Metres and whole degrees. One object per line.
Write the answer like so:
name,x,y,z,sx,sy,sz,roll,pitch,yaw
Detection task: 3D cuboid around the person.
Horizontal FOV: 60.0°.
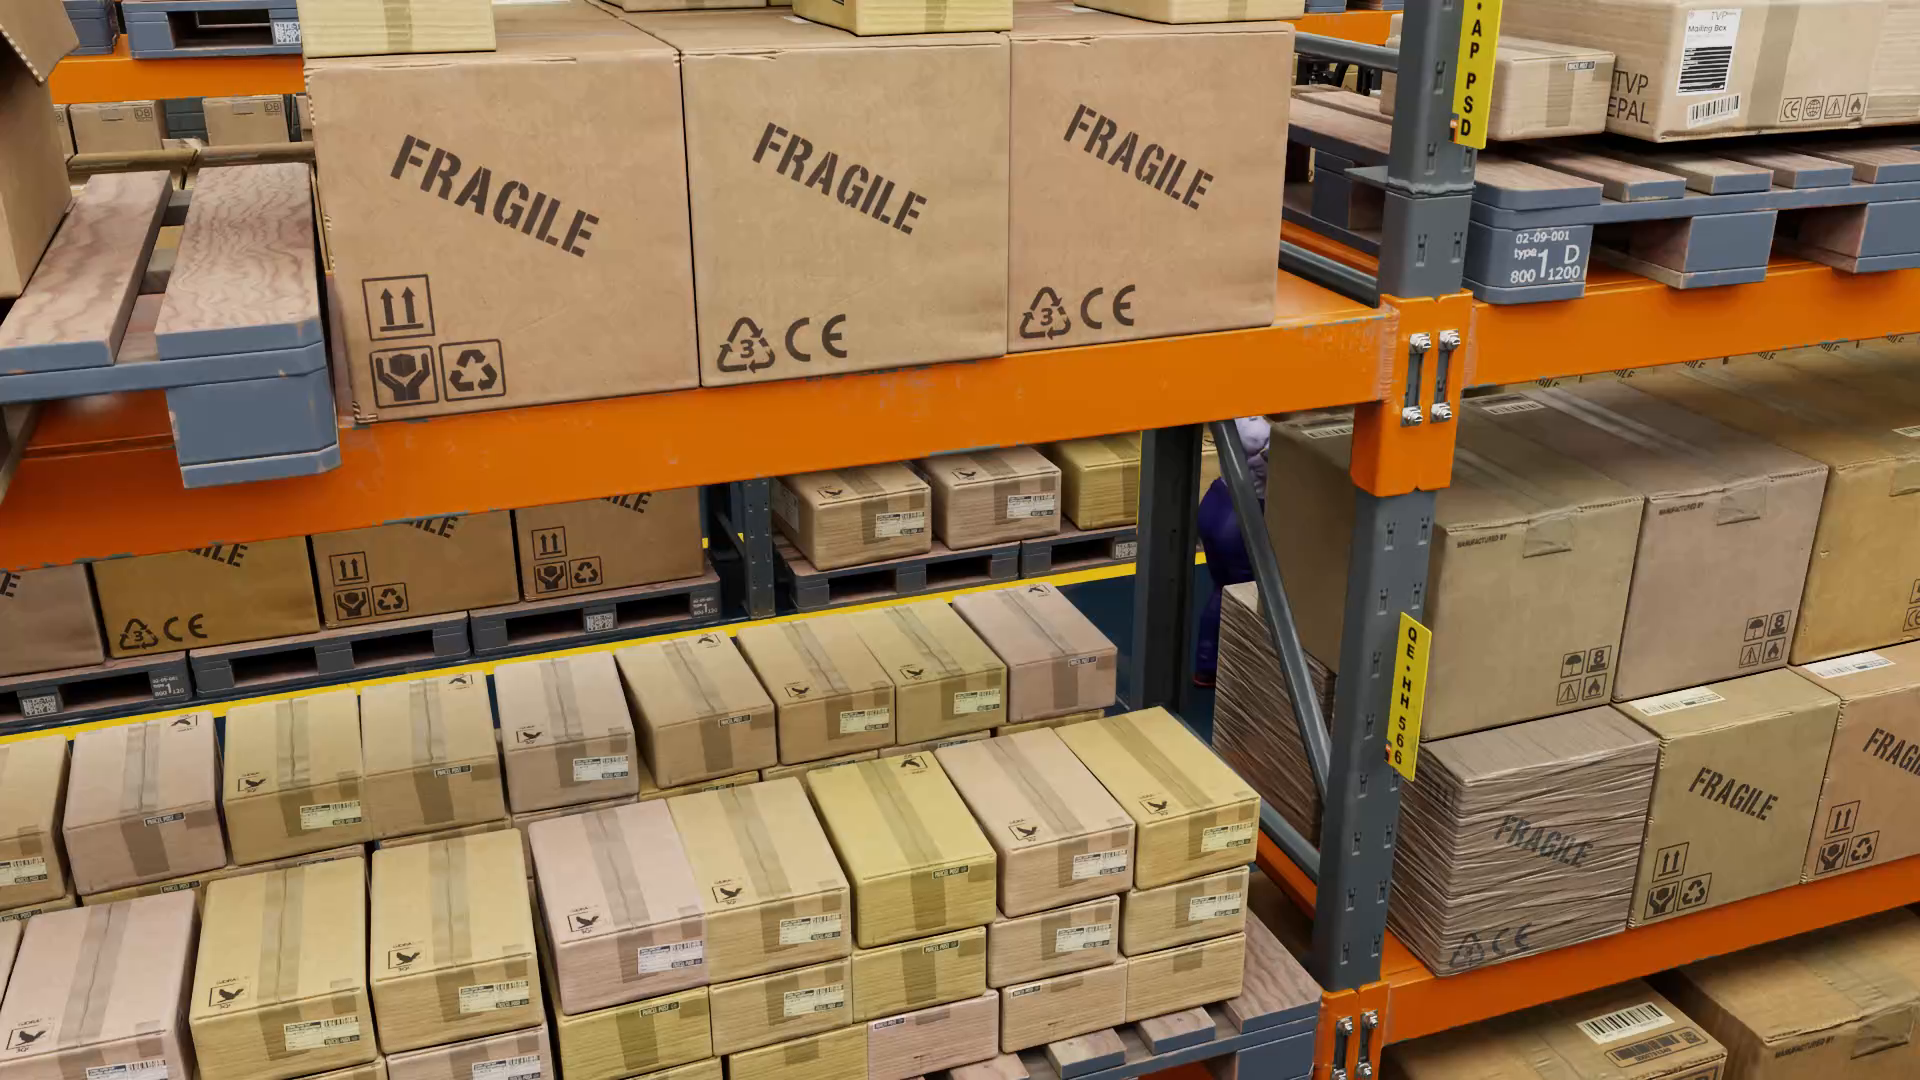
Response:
person,1.308,-0.062,7.276,0.524,1.636,0.453,-8,24,-18
